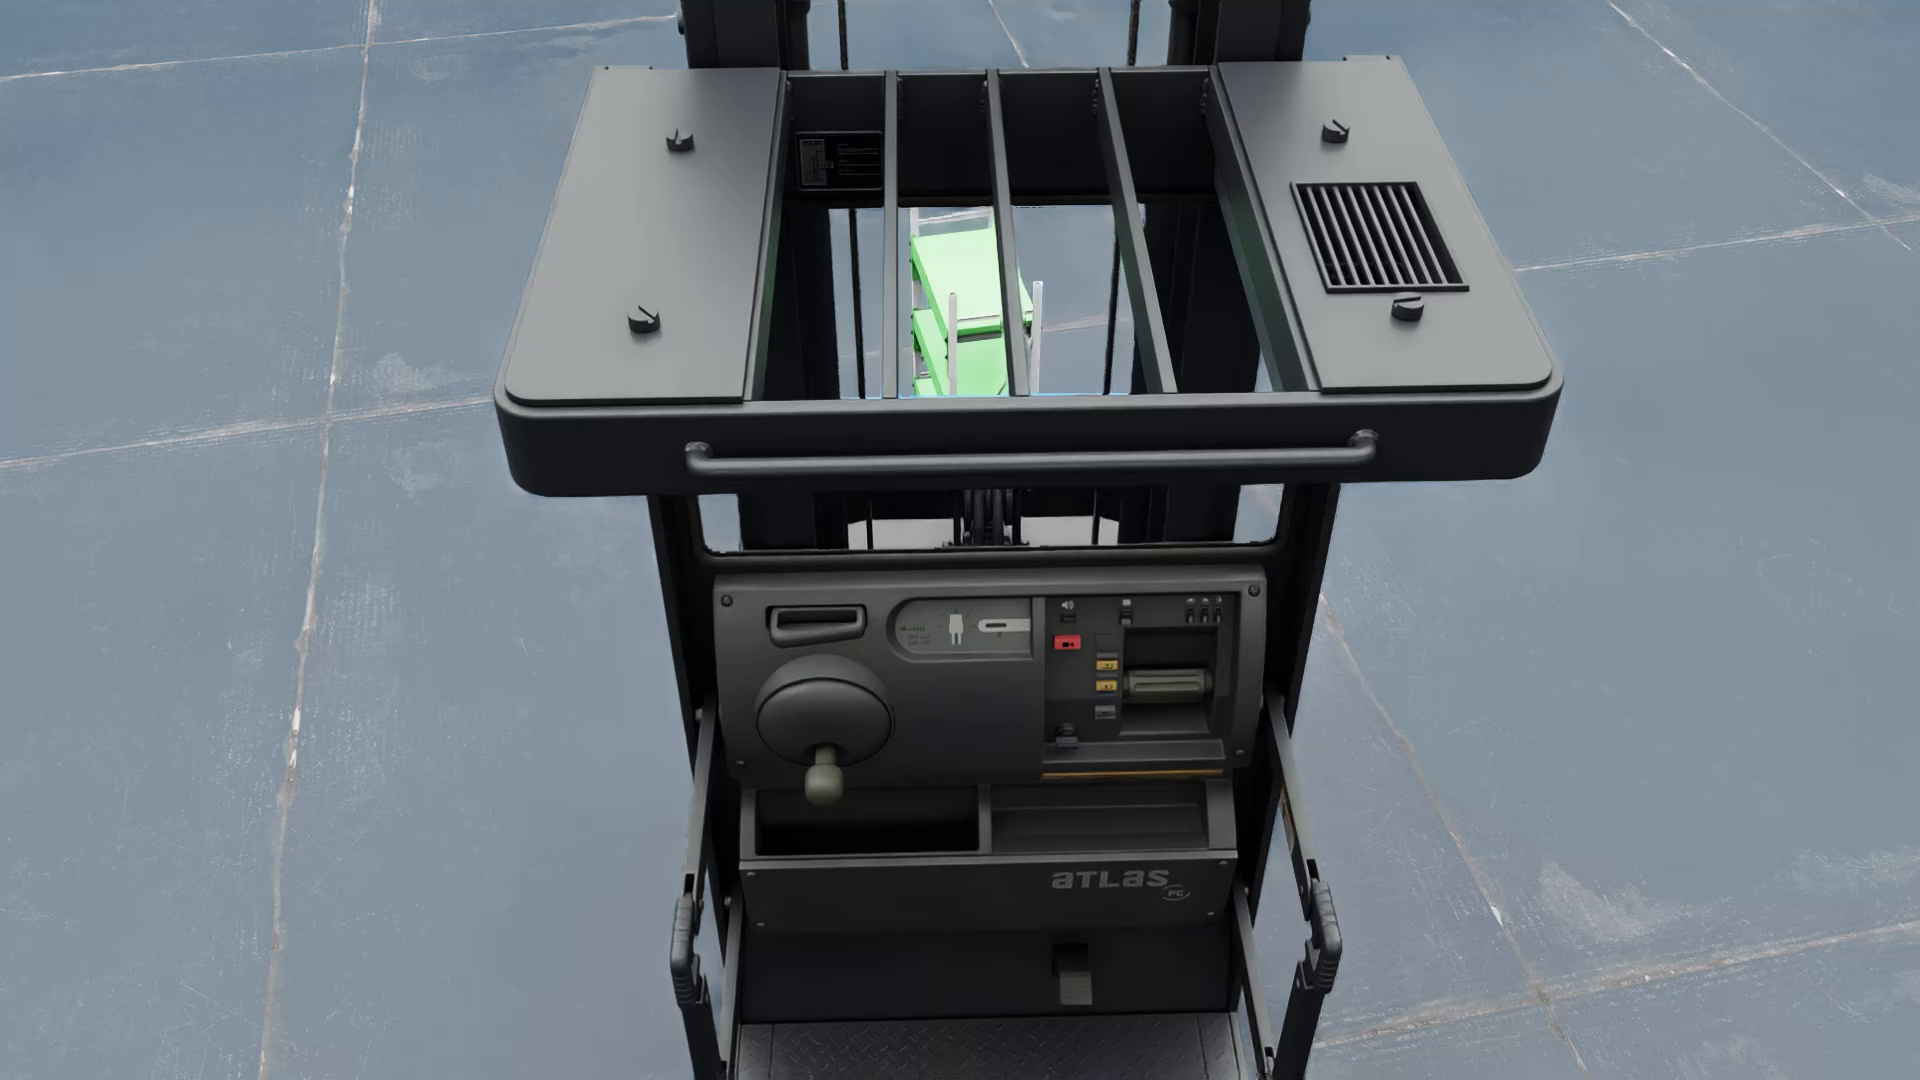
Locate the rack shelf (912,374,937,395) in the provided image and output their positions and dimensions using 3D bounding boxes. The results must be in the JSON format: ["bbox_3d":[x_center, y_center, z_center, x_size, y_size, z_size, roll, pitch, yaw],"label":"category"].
[{"bbox_3d":[0.036,-0.294,4.773,0.258,0.148,0.480,-8,42,-9],"label":"rack shelf"}]

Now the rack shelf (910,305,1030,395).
[{"bbox_3d":[0.036,-0.473,4.614,0.258,0.148,0.480,-8,42,-9],"label":"rack shelf"}]

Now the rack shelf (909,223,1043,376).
[{"bbox_3d":[0.036,-0.653,4.455,0.258,0.148,0.480,-8,42,-9],"label":"rack shelf"}]

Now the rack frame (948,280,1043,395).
[{"bbox_3d":[0.088,-0.183,4.553,0.240,1.200,0.015,-8,42,-9],"label":"rack frame"}]

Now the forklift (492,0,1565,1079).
[{"bbox_3d":[0.061,0.329,2.672,1.130,2.935,3.031,-1,42,-1],"label":"forklift"}]

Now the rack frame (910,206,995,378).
[{"bbox_3d":[-0.017,-0.500,4.909,0.240,1.200,0.015,-8,42,-9],"label":"rack frame"}]

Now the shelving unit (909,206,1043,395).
[{"bbox_3d":[0.036,-0.341,4.731,0.258,1.200,0.503,-8,42,-9],"label":"shelving unit"}]
